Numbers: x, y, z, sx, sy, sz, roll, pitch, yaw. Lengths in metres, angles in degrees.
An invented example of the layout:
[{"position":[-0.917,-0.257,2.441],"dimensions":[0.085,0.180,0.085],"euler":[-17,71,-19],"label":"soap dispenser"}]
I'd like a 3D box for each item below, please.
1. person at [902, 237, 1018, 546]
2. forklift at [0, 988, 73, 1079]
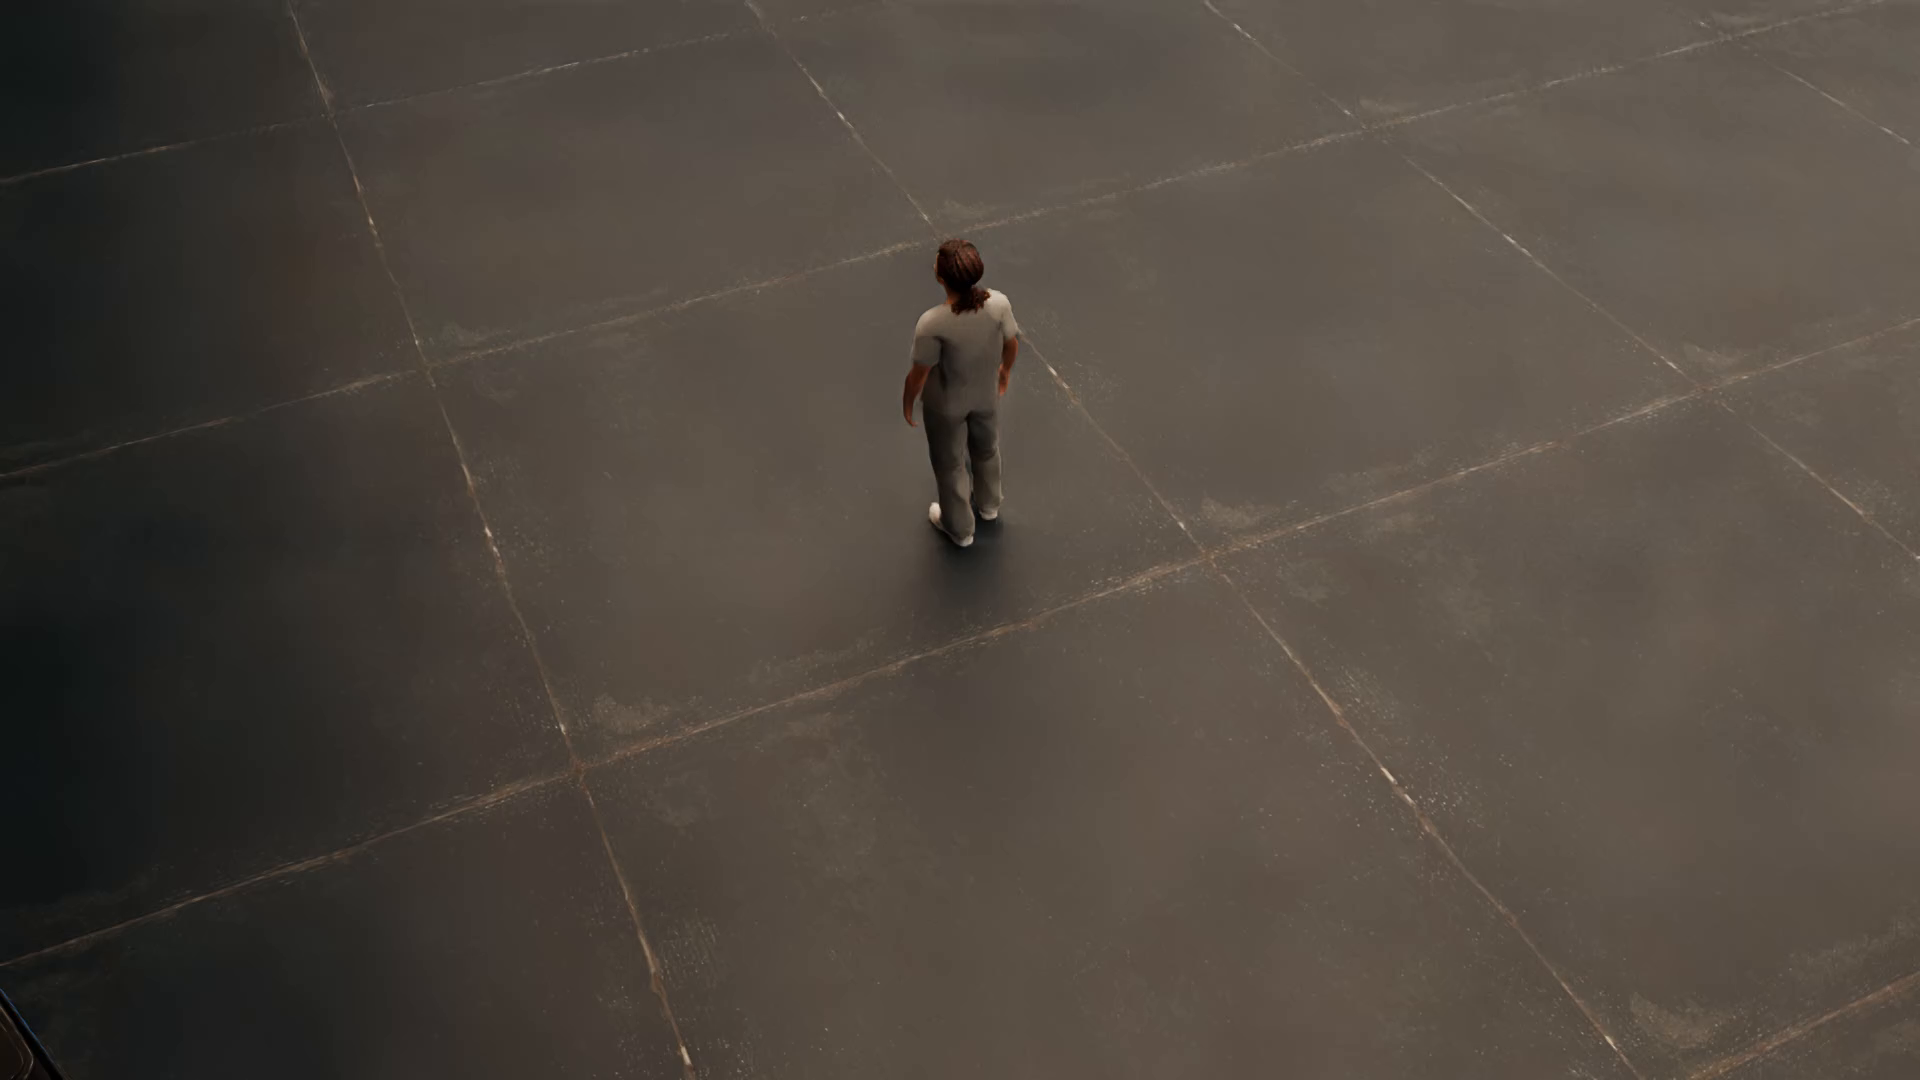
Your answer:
[{"position":[-0.019,-0.667,7.305],"dimensions":[0.550,1.674,0.548],"euler":[-18,46,-18],"label":"person"},{"position":[-2.430,1.780,3.773],"dimensions":[1.130,2.935,3.031],"euler":[-34,53,-31],"label":"forklift"}]
